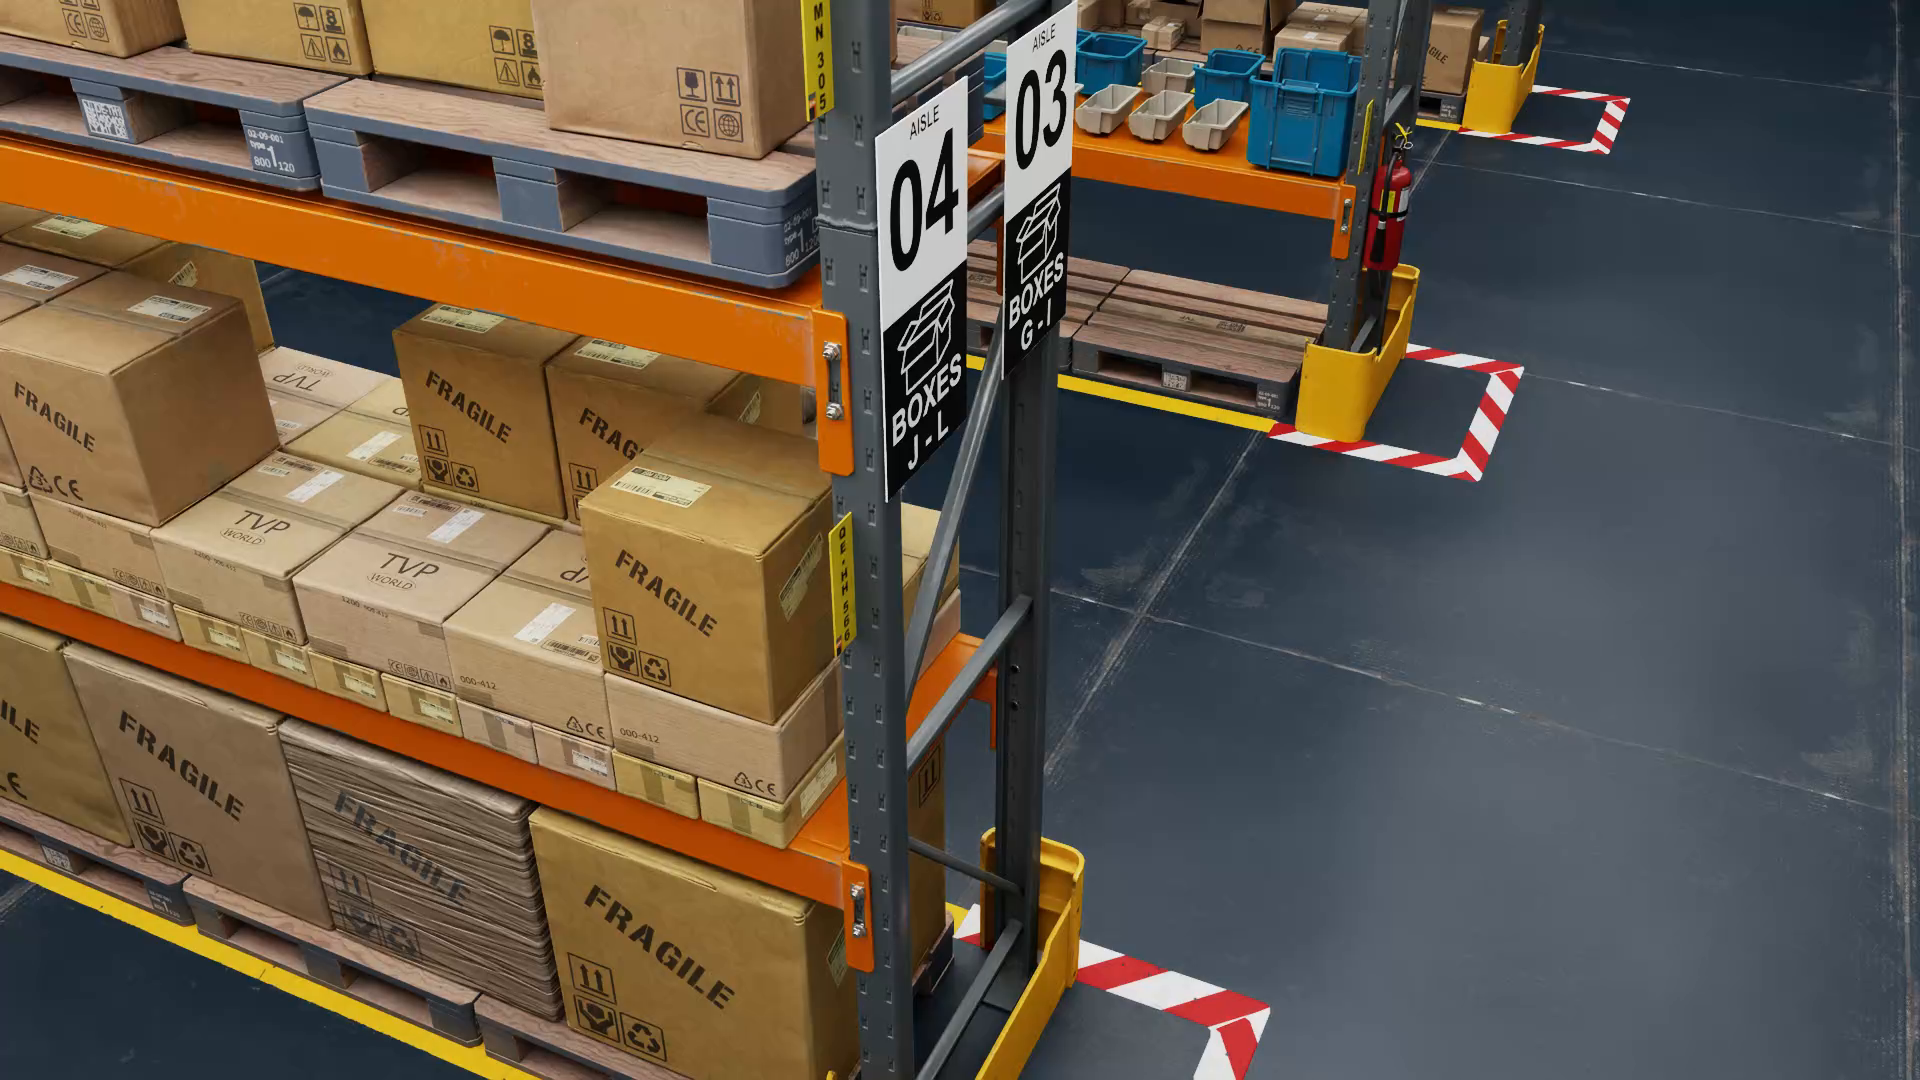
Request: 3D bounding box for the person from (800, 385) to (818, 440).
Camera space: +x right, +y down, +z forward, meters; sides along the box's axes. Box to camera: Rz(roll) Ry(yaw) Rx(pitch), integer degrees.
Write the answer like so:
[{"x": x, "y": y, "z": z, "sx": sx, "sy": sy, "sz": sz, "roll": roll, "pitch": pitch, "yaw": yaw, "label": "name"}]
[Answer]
[{"x": -0.585, "y": -0.264, "z": 6.522, "sx": 0.557, "sy": 1.772, "sz": 0.494, "roll": 14, "pitch": 36, "yaw": 20, "label": "person"}]
